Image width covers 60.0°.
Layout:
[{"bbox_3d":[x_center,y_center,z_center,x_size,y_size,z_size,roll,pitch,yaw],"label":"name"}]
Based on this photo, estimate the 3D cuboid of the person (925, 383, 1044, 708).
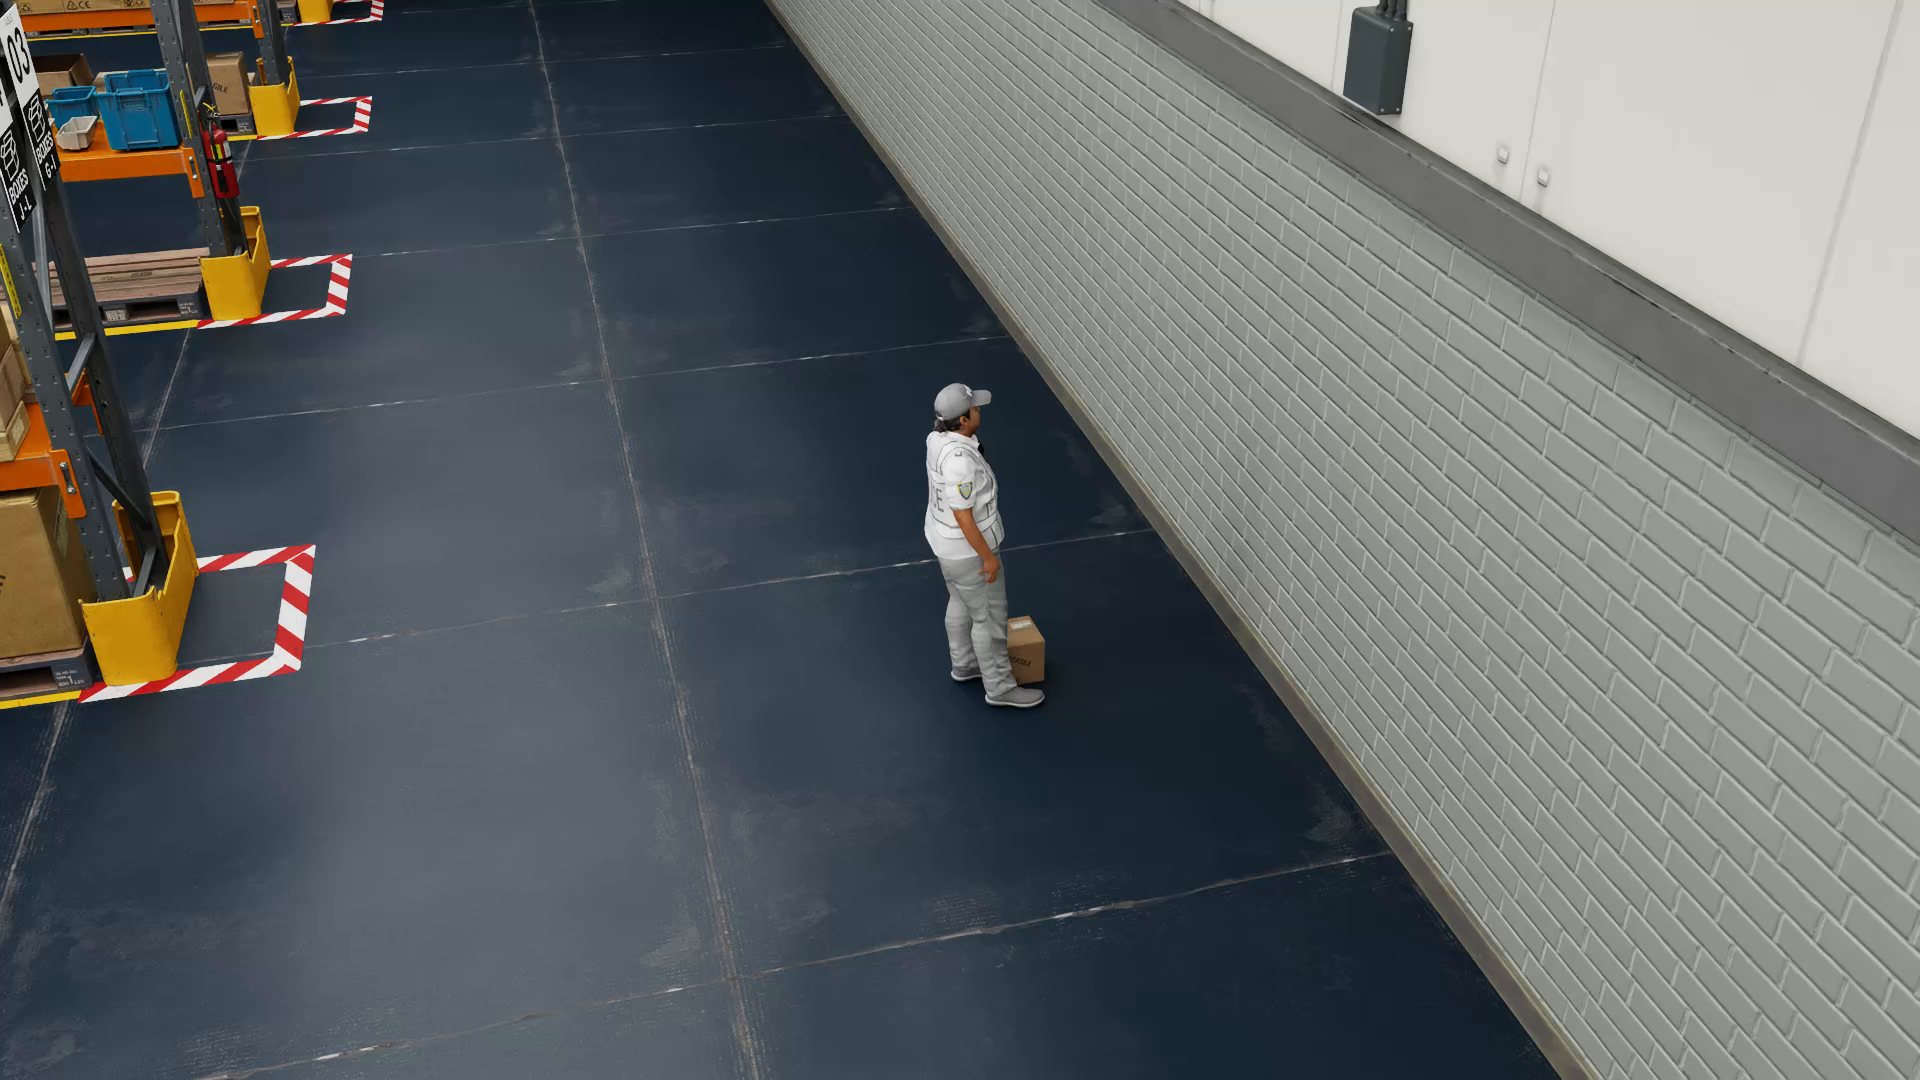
[{"bbox_3d":[0.110,0.009,8.193,0.529,1.670,0.599,-8,31,-13],"label":"person"}]
